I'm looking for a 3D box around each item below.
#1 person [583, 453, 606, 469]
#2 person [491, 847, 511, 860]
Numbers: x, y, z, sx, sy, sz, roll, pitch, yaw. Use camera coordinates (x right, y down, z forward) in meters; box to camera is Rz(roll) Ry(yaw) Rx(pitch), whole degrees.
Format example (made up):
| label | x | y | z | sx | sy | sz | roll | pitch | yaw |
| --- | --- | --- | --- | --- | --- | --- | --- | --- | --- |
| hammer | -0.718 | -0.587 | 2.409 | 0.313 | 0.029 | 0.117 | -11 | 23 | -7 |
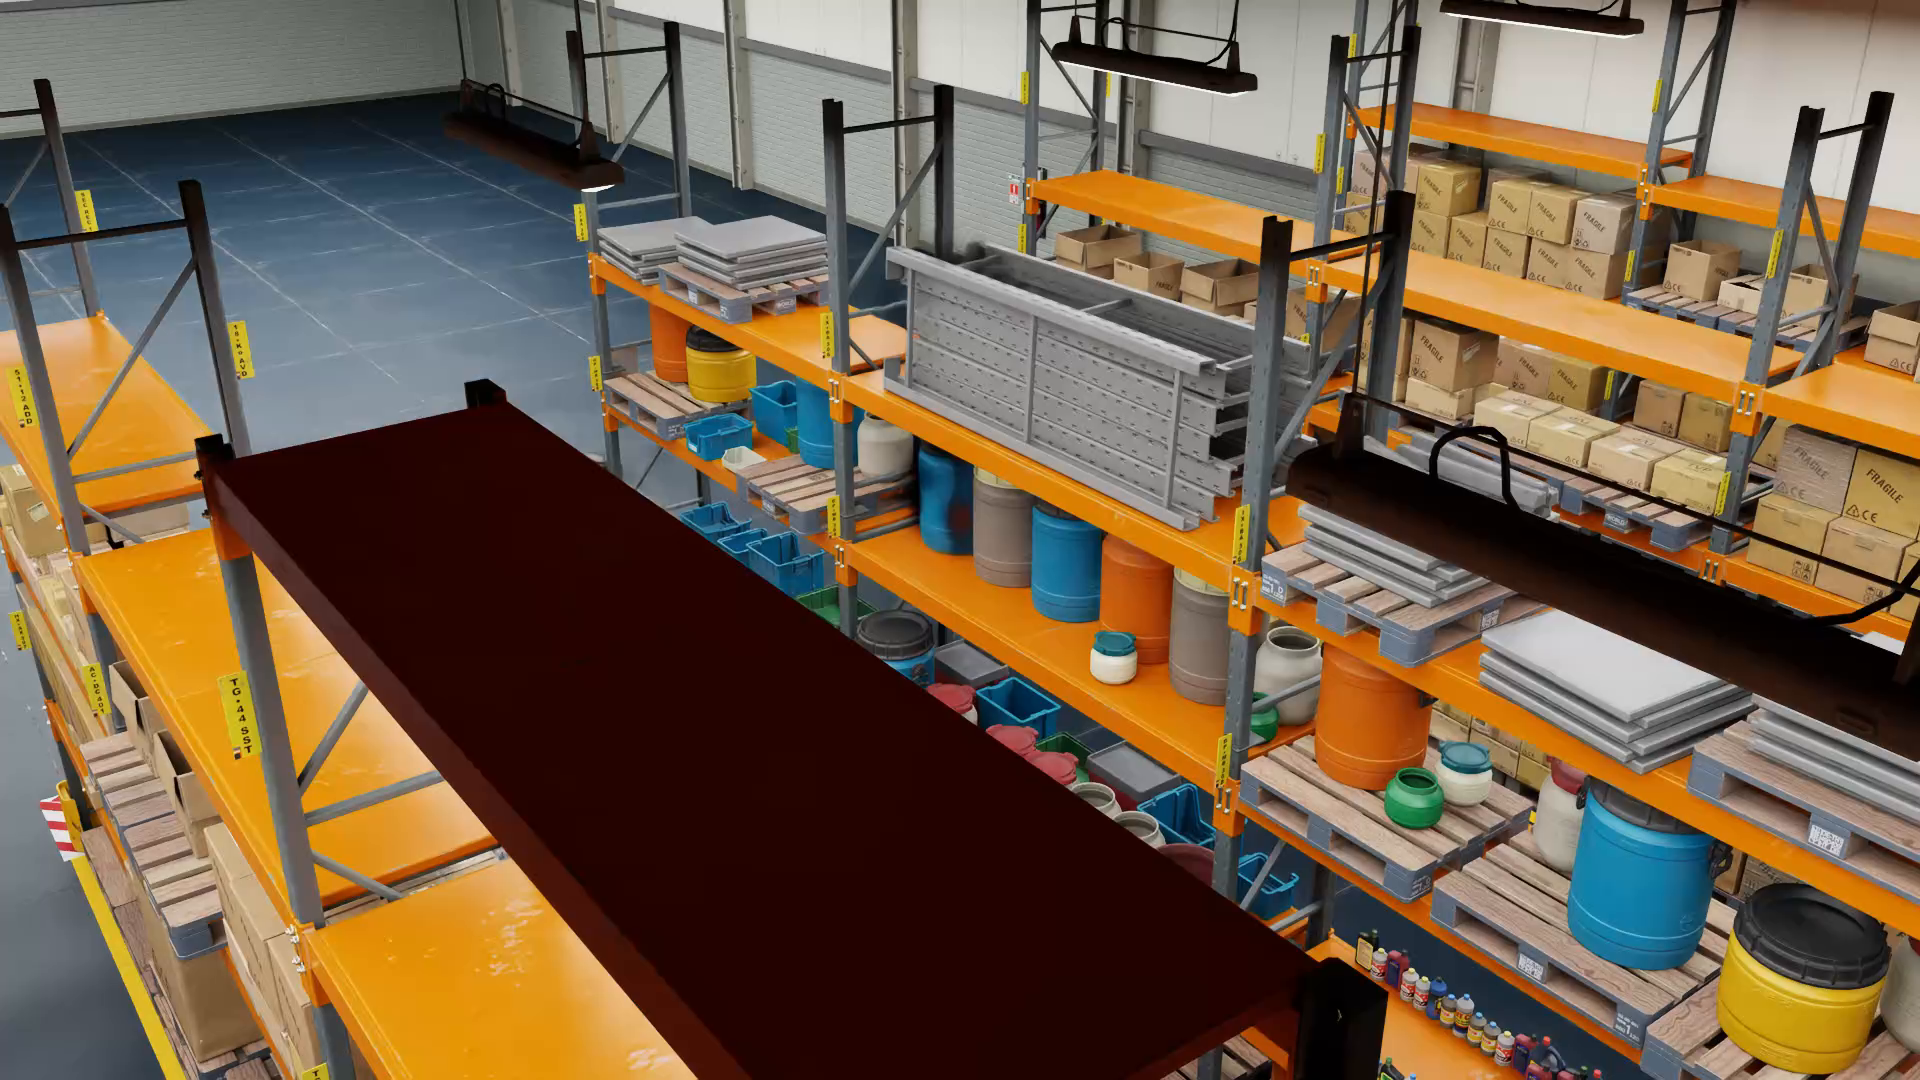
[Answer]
| label | x | y | z | sx | sy | sz | roll | pitch | yaw |
| --- | --- | --- | --- | --- | --- | --- | --- | --- | --- |
| person | -3.588 | -0.145 | 17.337 | 0.941 | 1.662 | 0.598 | -6 | 26 | -13 |
| person | -2.898 | 2.359 | 11.282 | 0.600 | 1.628 | 0.691 | -9 | 26 | -19 |
